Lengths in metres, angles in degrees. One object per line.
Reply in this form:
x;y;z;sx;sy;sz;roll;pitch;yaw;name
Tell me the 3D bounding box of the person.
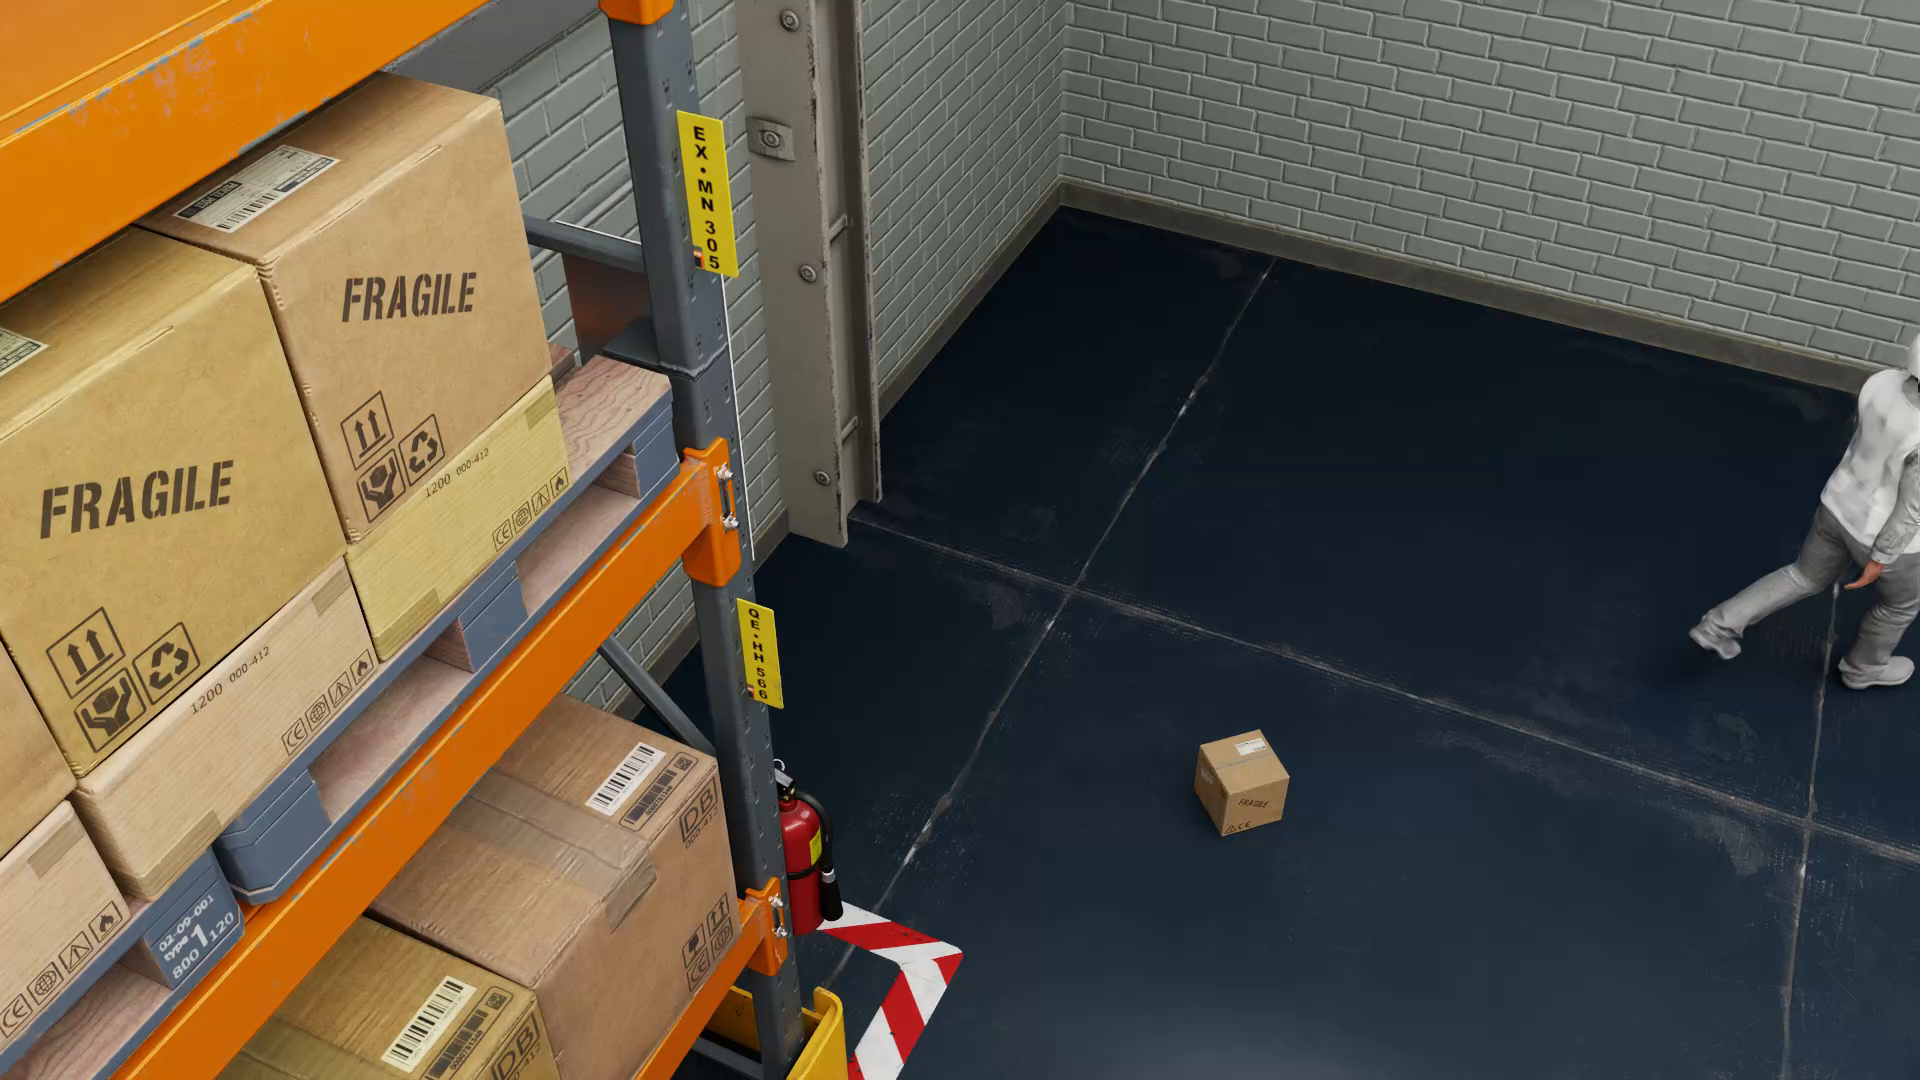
3.416;-0.091;6.236;0.938;1.738;0.531;-7;42;-8;person
